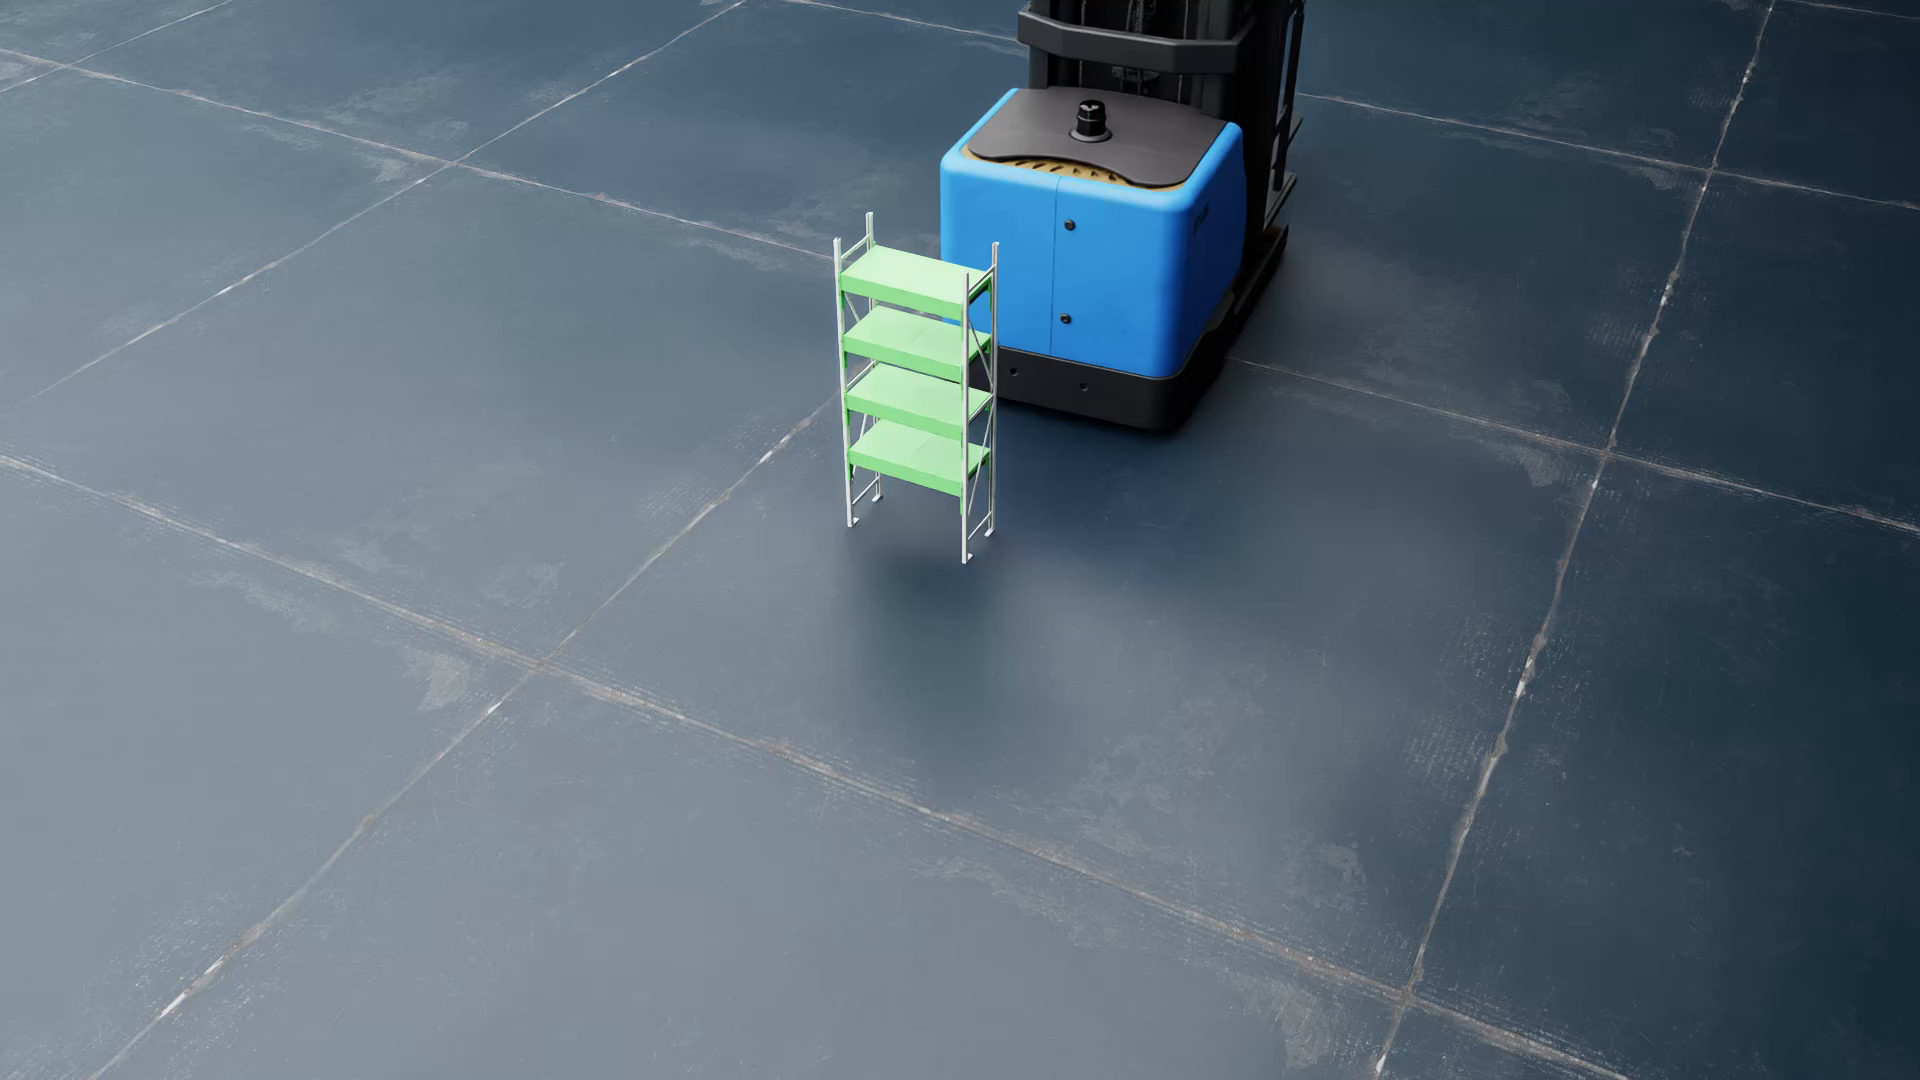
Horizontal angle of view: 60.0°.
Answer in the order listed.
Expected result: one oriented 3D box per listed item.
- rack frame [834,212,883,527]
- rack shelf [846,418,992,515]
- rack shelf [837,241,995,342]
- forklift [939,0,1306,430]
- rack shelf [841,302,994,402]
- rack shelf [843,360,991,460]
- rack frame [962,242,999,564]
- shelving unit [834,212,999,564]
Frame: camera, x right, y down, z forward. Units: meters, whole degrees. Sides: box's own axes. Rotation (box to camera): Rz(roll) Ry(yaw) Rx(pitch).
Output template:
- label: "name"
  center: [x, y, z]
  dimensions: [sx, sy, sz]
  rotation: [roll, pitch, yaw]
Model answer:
- label: "rack frame"
  center: [-0.364, -0.592, 6.037]
  dimensions: [0.015, 1.200, 0.240]
  rotation: [17, 41, 21]
- label: "rack shelf"
  center: [-0.147, -0.282, 6.132]
  dimensions: [0.480, 0.148, 0.258]
  rotation: [17, 41, 21]
- label: "rack shelf"
  center: [-0.147, -0.855, 5.696]
  dimensions: [0.480, 0.148, 0.258]
  rotation: [17, 41, 21]
- label: "forklift"
  center: [0.939, -2.501, 7.121]
  dimensions: [1.130, 2.935, 3.031]
  rotation: [14, 39, 18]
- label: "rack shelf"
  center: [-0.147, -0.664, 5.841]
  dimensions: [0.480, 0.148, 0.258]
  rotation: [17, 41, 21]
- label: "rack shelf"
  center: [-0.147, -0.473, 5.987]
  dimensions: [0.480, 0.148, 0.258]
  rotation: [17, 41, 21]
- label: "rack frame"
  center: [0.070, -0.456, 5.858]
  dimensions: [0.015, 1.200, 0.240]
  rotation: [17, 41, 21]
- label: "shelving unit"
  center: [-0.147, -0.524, 5.948]
  dimensions: [0.503, 1.200, 0.258]
  rotation: [17, 41, 21]
